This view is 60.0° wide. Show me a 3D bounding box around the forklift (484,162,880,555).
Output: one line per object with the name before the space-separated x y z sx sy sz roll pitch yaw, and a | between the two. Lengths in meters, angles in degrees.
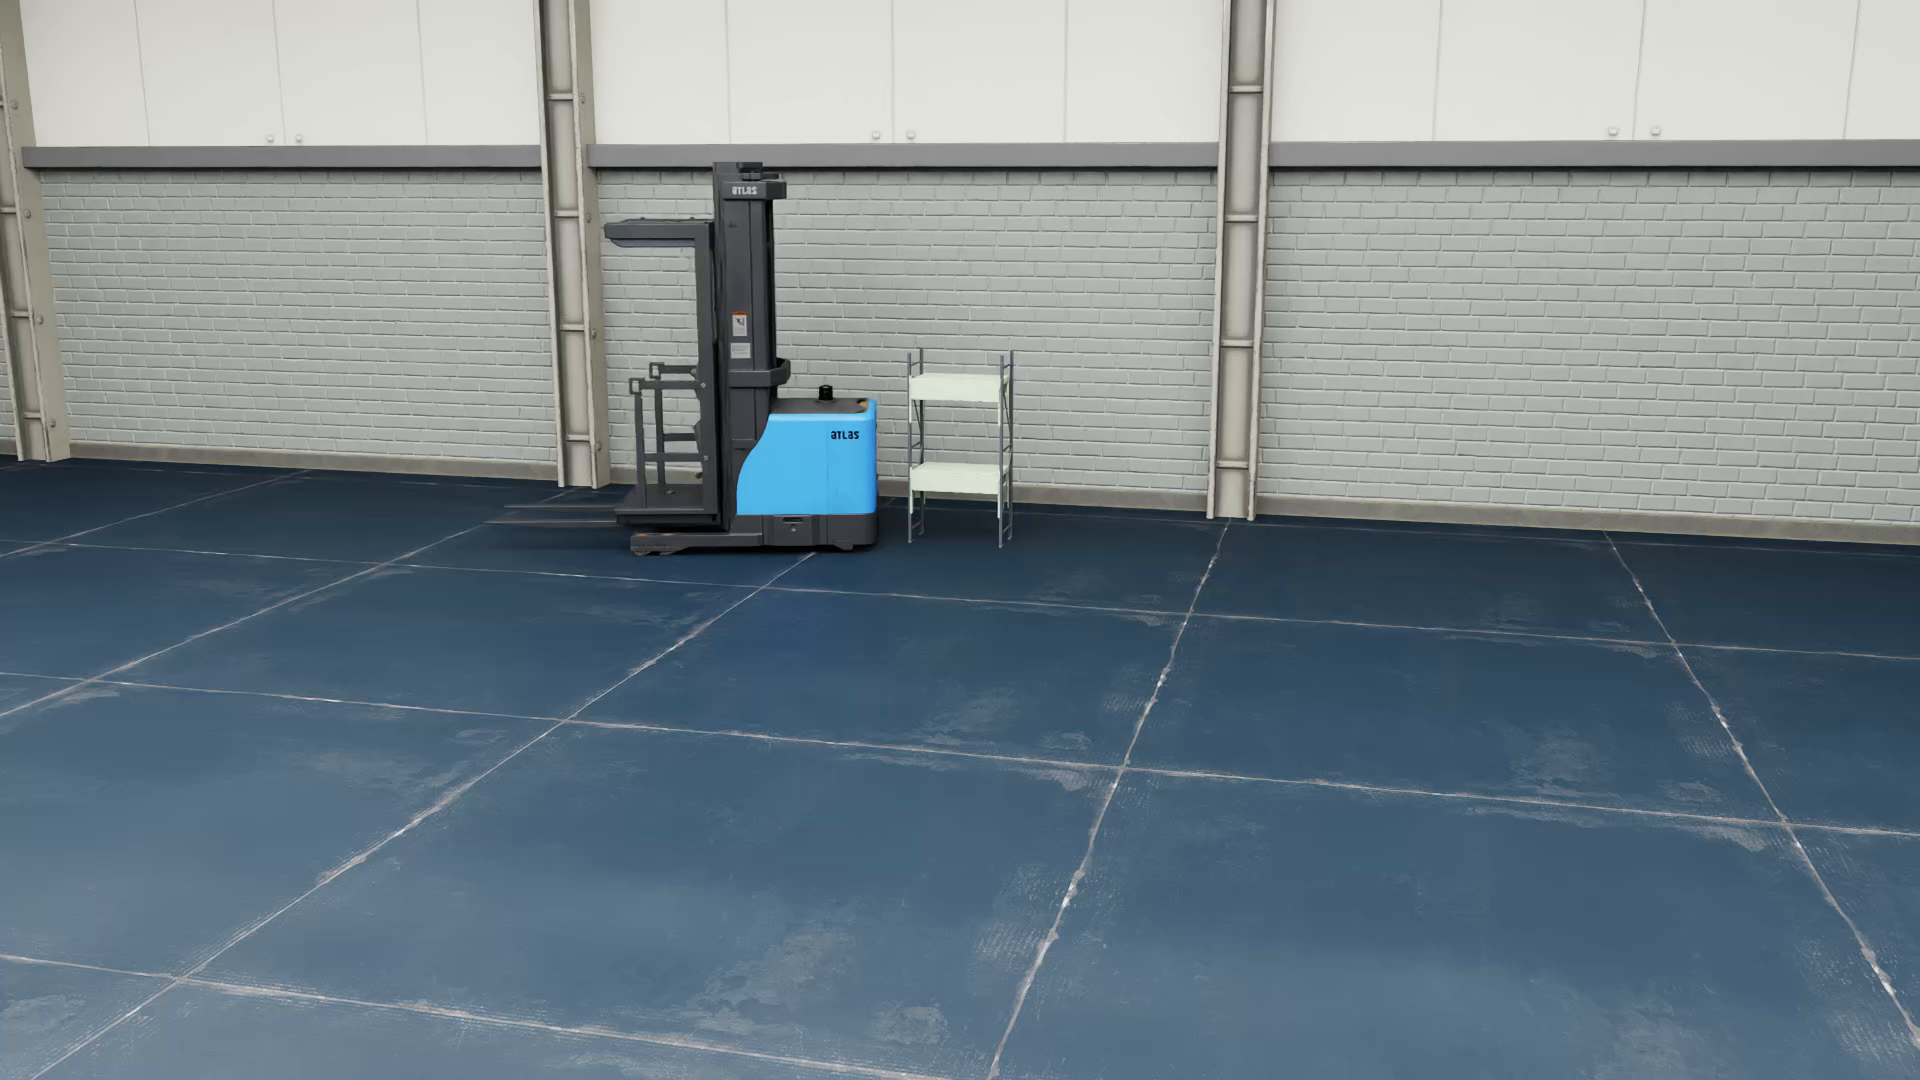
forklift | -2.164 -1.429 12.910 3.031 2.935 1.130 0 13 -2

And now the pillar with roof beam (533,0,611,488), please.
pillar with roof beam | -4.542 -4.007 10.519 0.400 9.000 9.100 3 13 14

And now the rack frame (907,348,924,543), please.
rack frame | -0.349 -0.751 13.155 0.023 1.500 0.400 3 13 14

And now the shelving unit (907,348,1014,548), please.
shelving unit | 0.006 -0.732 13.070 0.755 1.500 0.431 3 13 14

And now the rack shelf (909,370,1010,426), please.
rack shelf | 0.006 -1.113 12.985 0.720 0.370 0.431 3 13 14

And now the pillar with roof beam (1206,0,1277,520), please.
pillar with roof beam | 1.283 -3.696 9.116 0.400 9.000 9.100 3 13 14

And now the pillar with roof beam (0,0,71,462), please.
pillar with roof beam | -10.367 -4.318 11.922 0.400 9.000 9.100 3 13 14

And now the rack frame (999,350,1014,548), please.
rack frame | 0.362 -0.713 12.984 0.023 1.500 0.400 3 13 14

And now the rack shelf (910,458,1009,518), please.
rack shelf | 0.006 -0.414 13.140 0.720 0.370 0.431 3 13 14
